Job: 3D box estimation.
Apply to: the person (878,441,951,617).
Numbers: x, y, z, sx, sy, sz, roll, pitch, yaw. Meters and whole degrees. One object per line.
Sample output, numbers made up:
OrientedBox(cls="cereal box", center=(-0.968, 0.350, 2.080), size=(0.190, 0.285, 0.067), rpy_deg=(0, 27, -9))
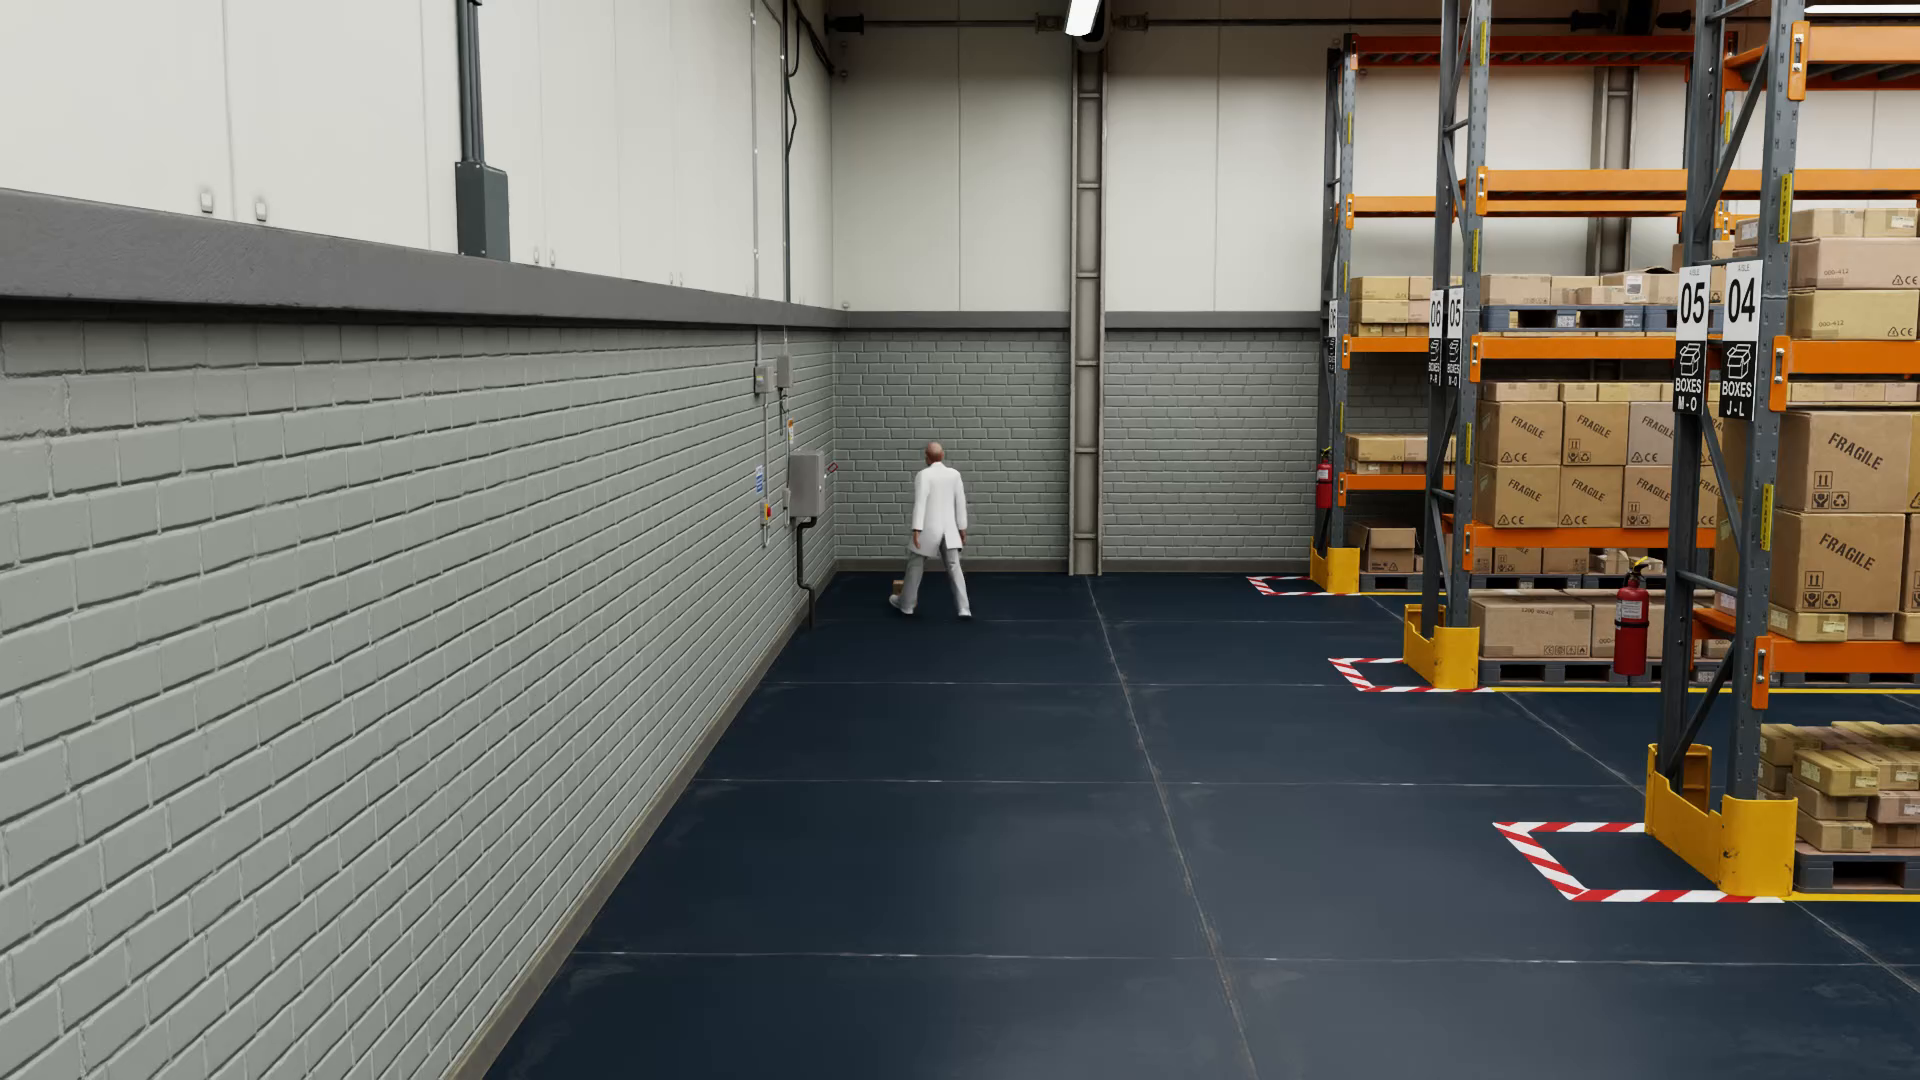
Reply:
OrientedBox(cls="person", center=(-0.426, -0.117, 16.780), size=(0.663, 1.762, 0.939), rpy_deg=(-4, 8, -30))
